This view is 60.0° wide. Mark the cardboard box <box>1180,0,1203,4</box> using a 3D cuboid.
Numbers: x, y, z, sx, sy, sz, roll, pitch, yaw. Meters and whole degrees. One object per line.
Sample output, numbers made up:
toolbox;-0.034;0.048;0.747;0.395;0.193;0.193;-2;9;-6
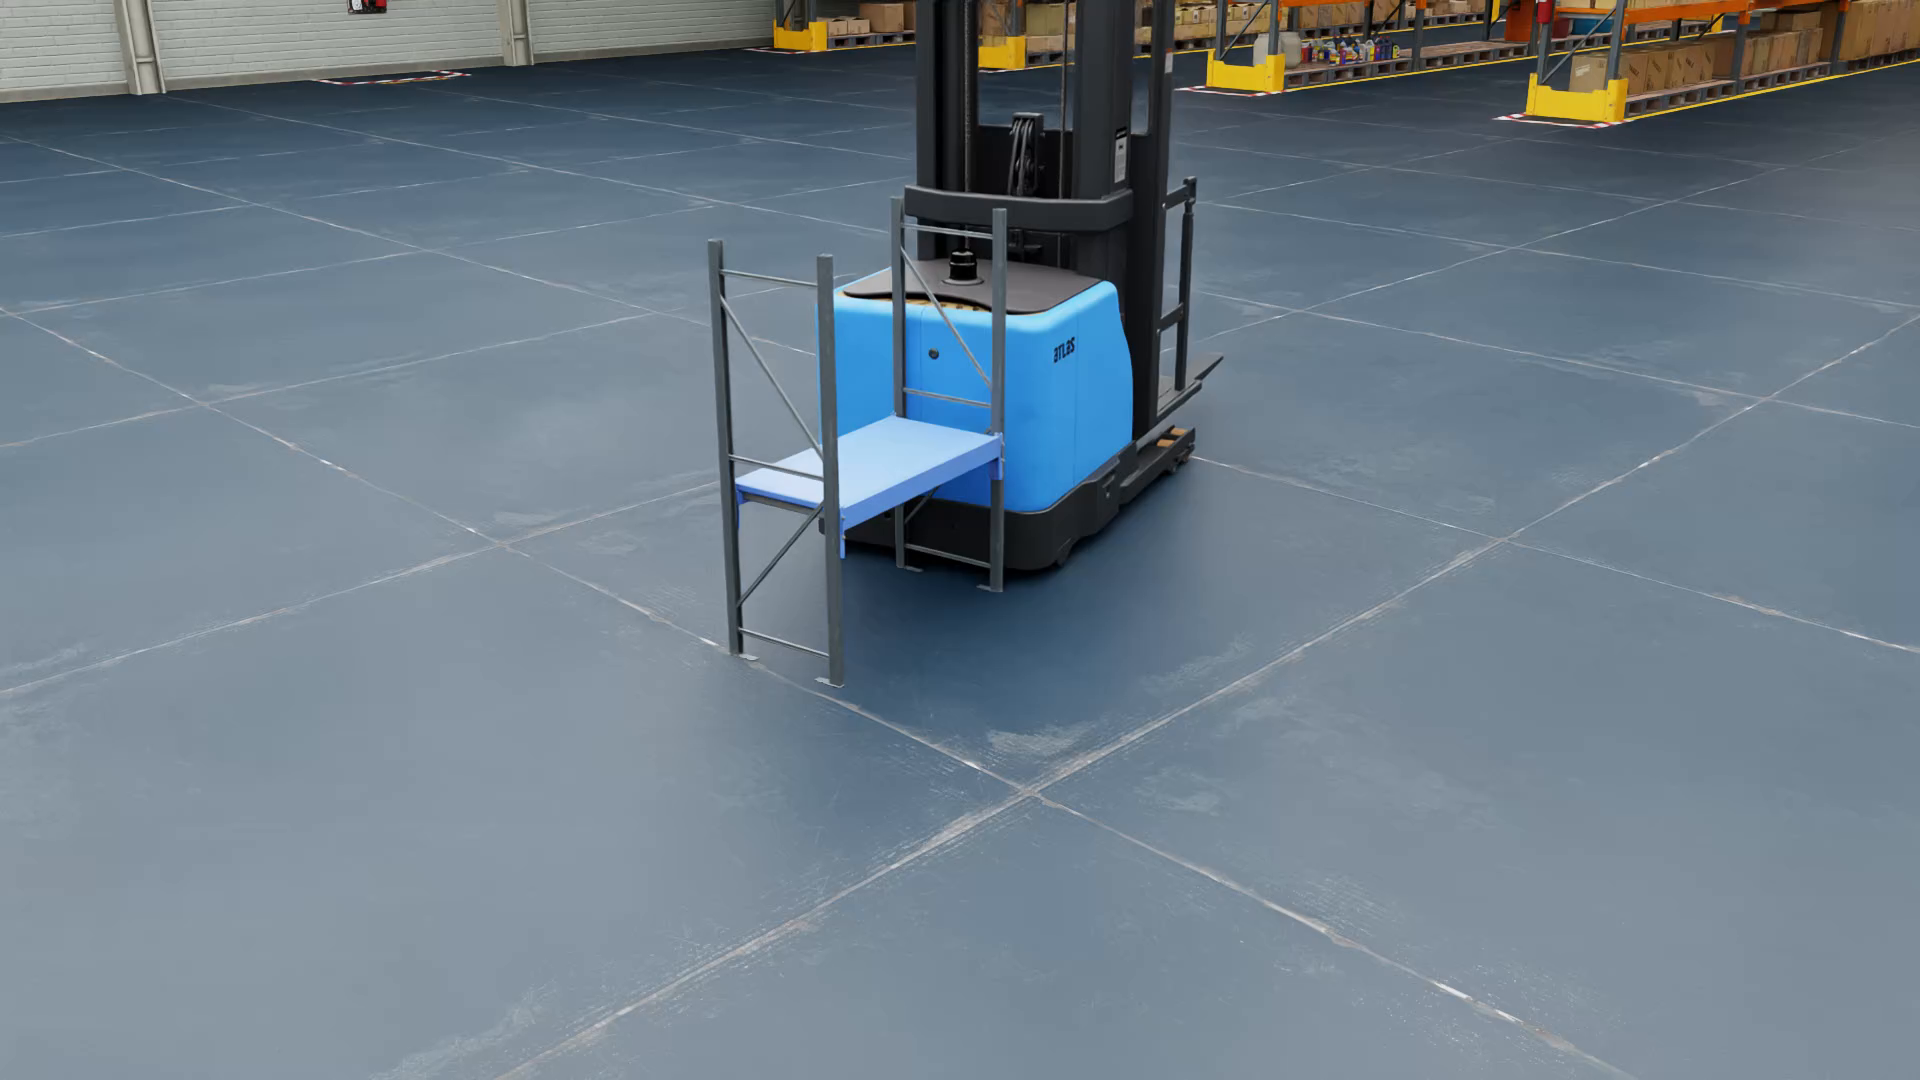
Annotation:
cardboard box;5.022;-12.490;37.800;0.750;0.750;0.750;20;28;41

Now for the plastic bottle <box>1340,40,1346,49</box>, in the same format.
plastic bottle;6.025;-7.722;26.173;0.097;0.271;0.097;0;21;0

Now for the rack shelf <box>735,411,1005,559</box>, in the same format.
rack shelf;-0.330;-0.221;6.061;0.538;0.185;1.000;14;25;31

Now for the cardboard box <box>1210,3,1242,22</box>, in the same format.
cardboard box;4.892;-9.815;30.896;0.500;0.311;0.500;-19;28;-41

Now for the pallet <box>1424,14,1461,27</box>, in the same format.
pallet;10.266;-11.448;36.565;1.003;0.211;1.213;19;28;41

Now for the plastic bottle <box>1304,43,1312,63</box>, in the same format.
plastic bottle;5.349;-7.483;25.536;0.061;0.283;0.133;19;28;41

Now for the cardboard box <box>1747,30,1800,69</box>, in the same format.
cardboard box;12.018;-7.318;24.803;0.500;0.500;0.700;-17;27;-38

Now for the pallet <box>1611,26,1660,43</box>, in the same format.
pallet;12.966;-9.915;32.575;1.003;0.211;1.213;19;28;41

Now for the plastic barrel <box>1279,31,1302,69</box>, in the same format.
plastic barrel;4.864;-7.285;24.729;0.421;0.512;0.421;0;21;0

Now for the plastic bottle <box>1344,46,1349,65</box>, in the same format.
plastic bottle;5.837;-7.341;25.182;0.097;0.271;0.097;0;21;0

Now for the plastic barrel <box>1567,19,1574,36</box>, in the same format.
plastic barrel;11.137;-9.612;30.783;0.421;0.512;0.421;0;21;0

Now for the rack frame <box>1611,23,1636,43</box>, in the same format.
rack frame;12.481;-11.017;31.558;1.000;3.000;0.127;19;28;41

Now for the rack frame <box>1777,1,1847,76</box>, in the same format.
rack frame;13.239;-8.750;25.658;1.000;3.000;0.127;19;28;41

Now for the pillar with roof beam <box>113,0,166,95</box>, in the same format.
pillar with roof beam;-8.407;-9.447;19.110;9.100;9.000;0.400;19;28;41

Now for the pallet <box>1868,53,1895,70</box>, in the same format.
pallet;14.694;-7.944;27.448;1.003;0.211;1.213;19;28;41

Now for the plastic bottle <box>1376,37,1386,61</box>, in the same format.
plastic bottle;6.524;-7.643;25.857;0.144;0.351;0.185;18;27;38

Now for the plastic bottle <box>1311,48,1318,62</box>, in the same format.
plastic bottle;5.471;-7.481;25.644;0.097;0.201;0.097;0;21;0

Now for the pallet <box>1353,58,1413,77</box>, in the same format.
pallet;6.402;-7.497;26.286;1.003;0.211;1.213;19;28;41

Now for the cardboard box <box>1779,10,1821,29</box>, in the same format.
cardboard box;12.793;-7.958;25.425;0.500;0.250;0.500;-19;28;-40

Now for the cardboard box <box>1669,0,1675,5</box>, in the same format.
cardboard box;8.895;-6.912;21.228;0.380;0.149;0.250;19;28;41

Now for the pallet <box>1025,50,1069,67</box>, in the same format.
pallet;1.067;-8.079;27.800;1.003;0.211;1.213;19;28;41

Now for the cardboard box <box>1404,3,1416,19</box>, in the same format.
cardboard box;9.382;-11.262;35.329;0.500;0.311;0.500;19;28;41

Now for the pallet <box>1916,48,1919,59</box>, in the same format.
pallet;16.616;-8.652;29.291;1.003;0.211;1.213;19;28;41

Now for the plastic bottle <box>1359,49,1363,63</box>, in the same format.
plastic bottle;6.119;-7.412;25.465;0.097;0.201;0.097;0;21;0

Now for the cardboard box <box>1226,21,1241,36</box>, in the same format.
cardboard box;4.885;-9.551;30.991;0.500;0.250;0.500;-20;28;-41

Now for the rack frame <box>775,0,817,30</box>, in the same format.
rack frame;-2.988;-10.412;29.984;1.000;3.000;0.127;19;28;41

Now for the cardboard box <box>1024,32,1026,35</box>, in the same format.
cardboard box;1.066;-8.429;28.072;0.500;0.250;0.500;19;28;41

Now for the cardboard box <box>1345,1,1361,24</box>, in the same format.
cardboard box;7.742;-10.713;33.637;0.500;0.500;0.500;18;27;39

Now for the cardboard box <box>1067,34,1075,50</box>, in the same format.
cardboard box;1.792;-8.426;28.063;0.500;0.250;0.500;19;28;41

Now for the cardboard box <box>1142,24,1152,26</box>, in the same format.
cardboard box;3.435;-9.293;30.320;0.500;0.250;0.500;19;28;40

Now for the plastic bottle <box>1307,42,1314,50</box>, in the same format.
plastic bottle;5.369;-7.542;25.700;0.152;0.276;0.135;18;28;39

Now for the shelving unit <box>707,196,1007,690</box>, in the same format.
shelving unit;-0.330;-0.389;5.997;0.538;1.500;1.048;14;25;31

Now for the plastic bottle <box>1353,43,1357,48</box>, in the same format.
plastic bottle;6.105;-7.514;25.616;0.061;0.283;0.133;19;28;41

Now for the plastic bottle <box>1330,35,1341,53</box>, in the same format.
plastic bottle;5.908;-7.778;26.208;0.144;0.351;0.185;18;27;38

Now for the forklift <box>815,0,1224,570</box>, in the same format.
forklift;0.490;-1.740;7.517;1.130;2.935;3.031;10;23;24

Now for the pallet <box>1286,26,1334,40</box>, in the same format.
pallet;6.692;-10.111;33.086;1.003;0.211;1.213;19;28;41

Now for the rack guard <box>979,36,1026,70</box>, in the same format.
rack guard;0.547;-8.001;27.193;1.175;0.500;0.348;19;28;41

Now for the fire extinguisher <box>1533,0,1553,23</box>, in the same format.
fire extinguisher;7.248;-6.743;20.545;0.296;0.674;0.183;19;28;41

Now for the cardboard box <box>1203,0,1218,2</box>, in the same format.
cardboard box;5.978;-12.693;38.816;0.700;0.500;0.500;20;29;41

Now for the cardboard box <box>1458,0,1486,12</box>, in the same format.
cardboard box;11.522;-12.124;37.307;0.500;0.500;0.500;19;28;41

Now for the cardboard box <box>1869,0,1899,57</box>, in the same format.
cardboard box;14.363;-8.353;27.003;1.225;0.875;0.875;19;28;41

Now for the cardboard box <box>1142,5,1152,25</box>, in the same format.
cardboard box;3.431;-9.552;30.211;0.500;0.311;0.500;19;28;41

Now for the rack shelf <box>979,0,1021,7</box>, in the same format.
rack shelf;1.959;-9.352;28.227;1.077;0.370;4.000;19;28;41

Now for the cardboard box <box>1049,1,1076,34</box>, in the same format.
cardboard box;1.784;-8.779;27.936;0.500;0.500;0.500;19;28;41

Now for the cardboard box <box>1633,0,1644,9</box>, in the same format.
cardboard box;8.216;-6.649;20.543;0.380;0.149;0.250;19;28;41

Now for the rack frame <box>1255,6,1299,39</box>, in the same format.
rack frame;6.144;-11.230;32.111;1.000;3.000;0.127;19;28;41

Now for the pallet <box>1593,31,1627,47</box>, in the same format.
pallet;11.913;-9.528;31.569;1.003;0.211;1.213;19;28;41

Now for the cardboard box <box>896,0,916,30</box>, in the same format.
cardboard box;-0.893;-10.202;32.308;0.500;0.500;0.500;17;27;37

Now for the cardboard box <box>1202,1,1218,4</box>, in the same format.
cardboard box;4.851;-10.075;31.573;0.500;0.311;0.500;18;28;39

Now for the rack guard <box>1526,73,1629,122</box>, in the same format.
rack guard;7.711;-5.546;20.807;1.175;0.500;0.348;19;28;41

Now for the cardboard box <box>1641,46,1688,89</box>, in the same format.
cardboard box;9.370;-6.329;22.260;0.500;0.500;0.500;16;26;36

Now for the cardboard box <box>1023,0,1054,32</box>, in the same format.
cardboard box;1.411;-8.909;28.275;0.500;0.500;0.500;19;28;41

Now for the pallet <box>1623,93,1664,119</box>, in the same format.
pallet;8.304;-5.611;21.379;1.003;0.211;1.213;19;28;41
